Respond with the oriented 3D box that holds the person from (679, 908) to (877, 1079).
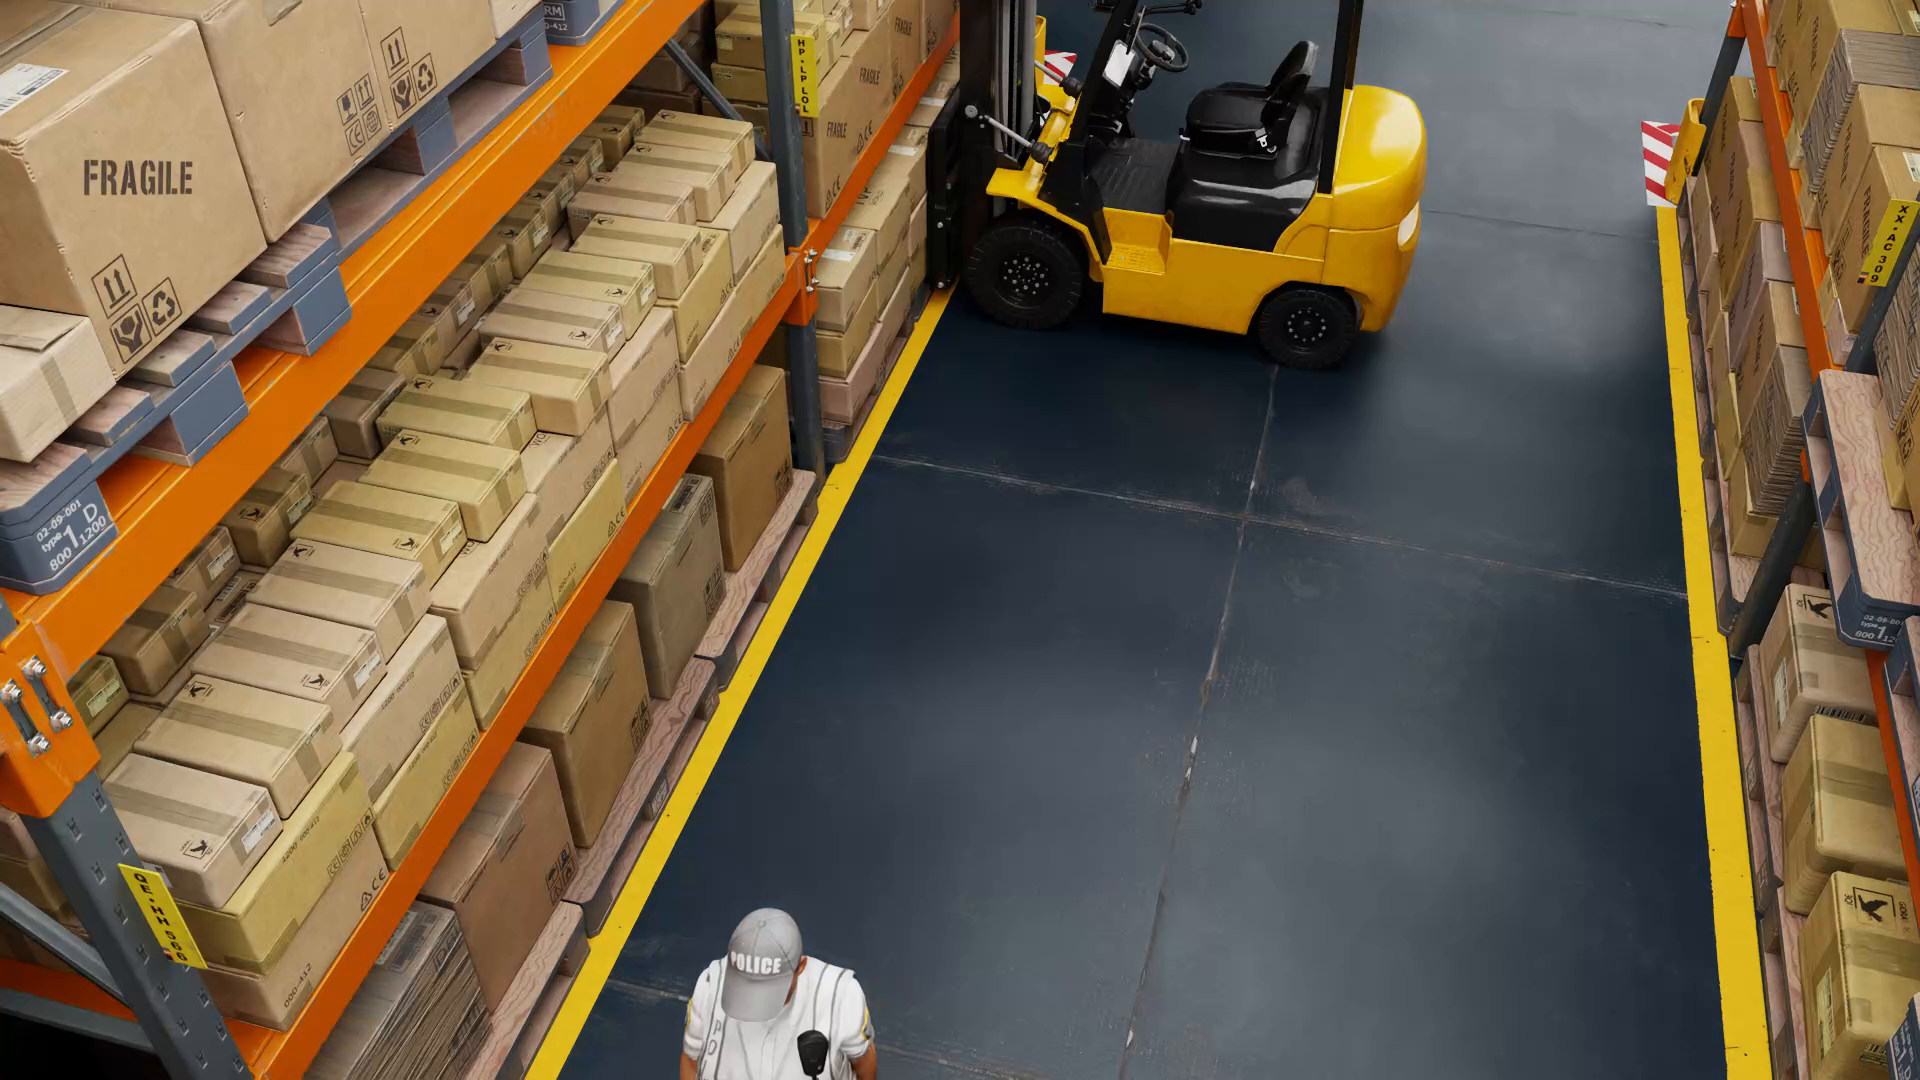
[{"bbox_3d":[-0.489,1.586,4.344,0.495,1.627,0.847,6,42,7],"label":"person"}]
